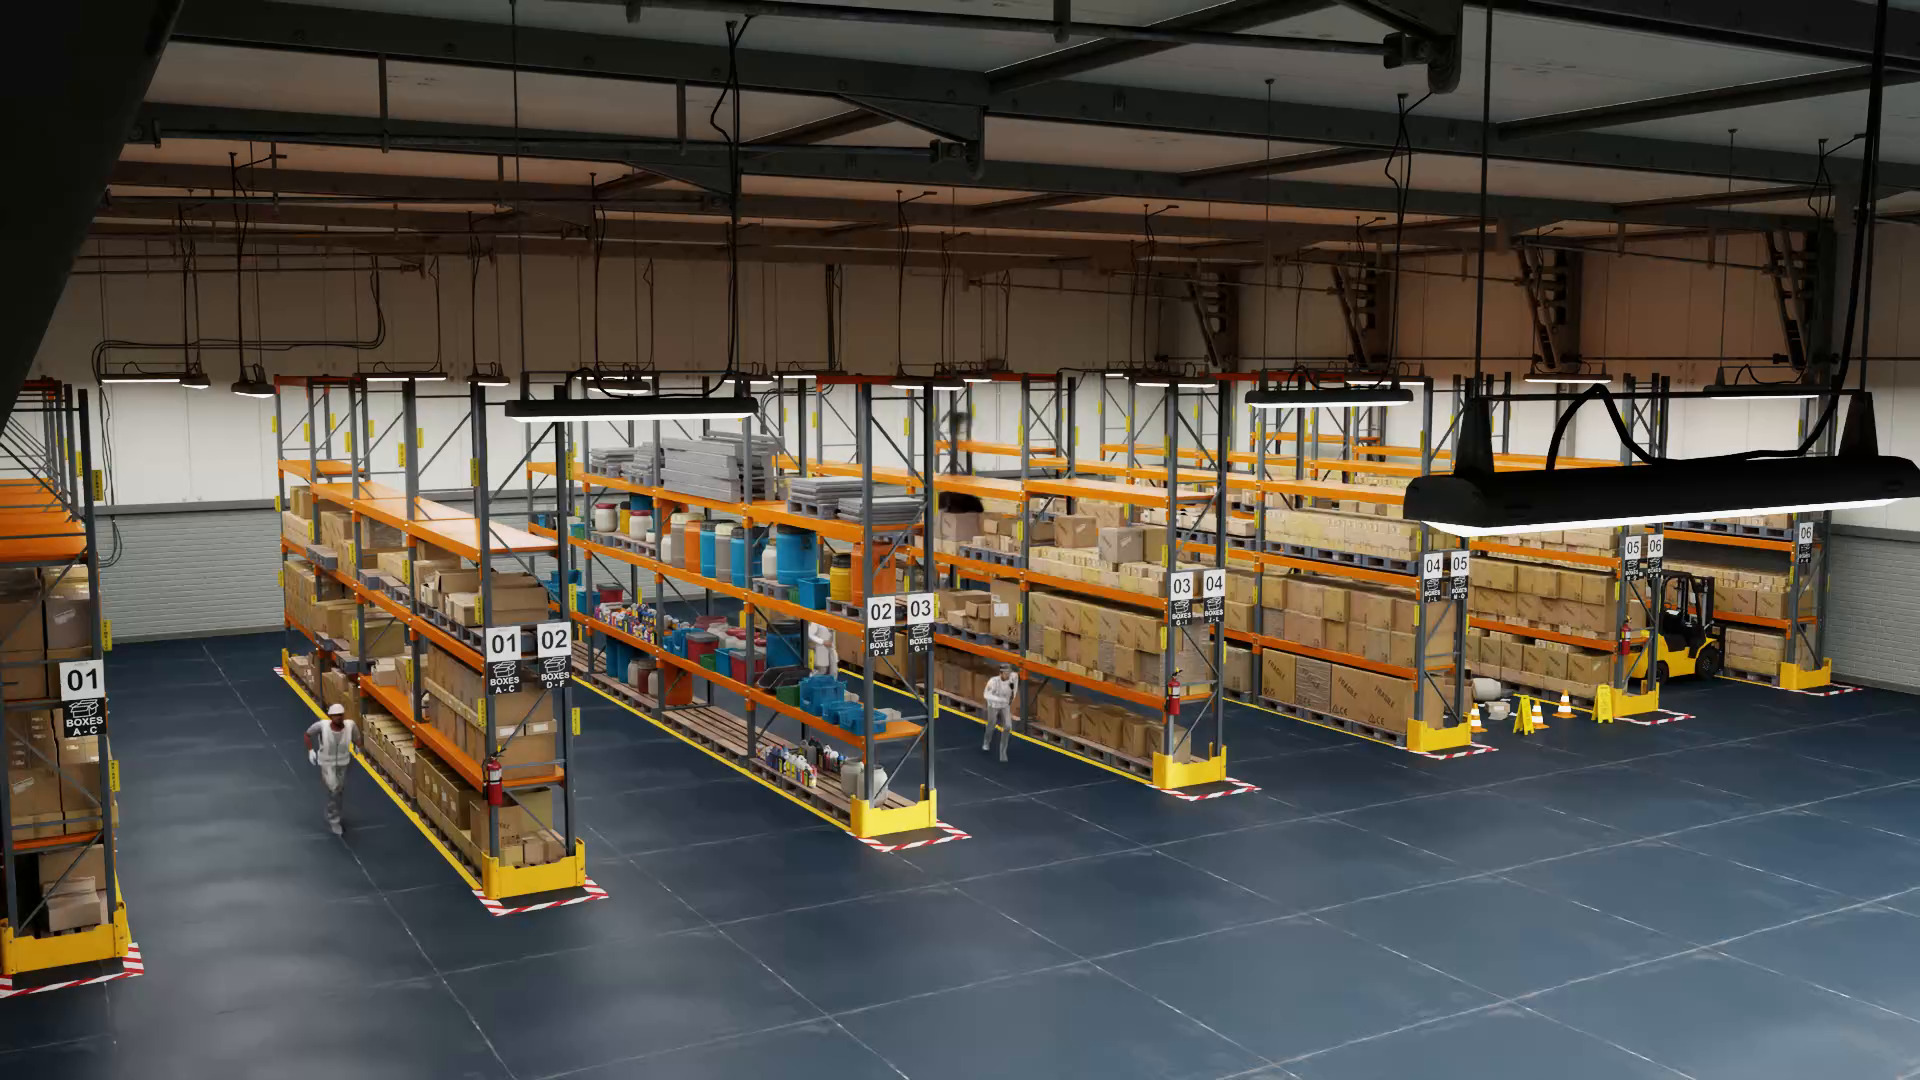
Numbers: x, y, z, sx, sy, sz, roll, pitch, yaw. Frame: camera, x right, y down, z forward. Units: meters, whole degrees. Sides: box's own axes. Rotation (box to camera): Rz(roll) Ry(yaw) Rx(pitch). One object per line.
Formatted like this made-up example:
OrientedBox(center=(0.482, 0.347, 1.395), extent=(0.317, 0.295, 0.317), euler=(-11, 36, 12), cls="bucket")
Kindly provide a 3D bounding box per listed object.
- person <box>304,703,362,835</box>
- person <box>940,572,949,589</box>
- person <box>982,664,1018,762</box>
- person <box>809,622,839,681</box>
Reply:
OrientedBox(center=(-8.421, 3.038, 22.386), extent=(0.697, 1.775, 0.917), euler=(-4, 8, -36), cls="person")
OrientedBox(center=(-0.379, 0.894, 42.133), extent=(0.609, 1.707, 0.730), euler=(-1, 6, -9), cls="person")
OrientedBox(center=(0.614, 2.699, 26.369), extent=(0.654, 1.609, 0.949), euler=(-2, 7, -21), cls="person")
OrientedBox(center=(-2.537, 2.082, 30.851), extent=(0.955, 1.776, 0.712), euler=(6, 9, 44), cls="person")
